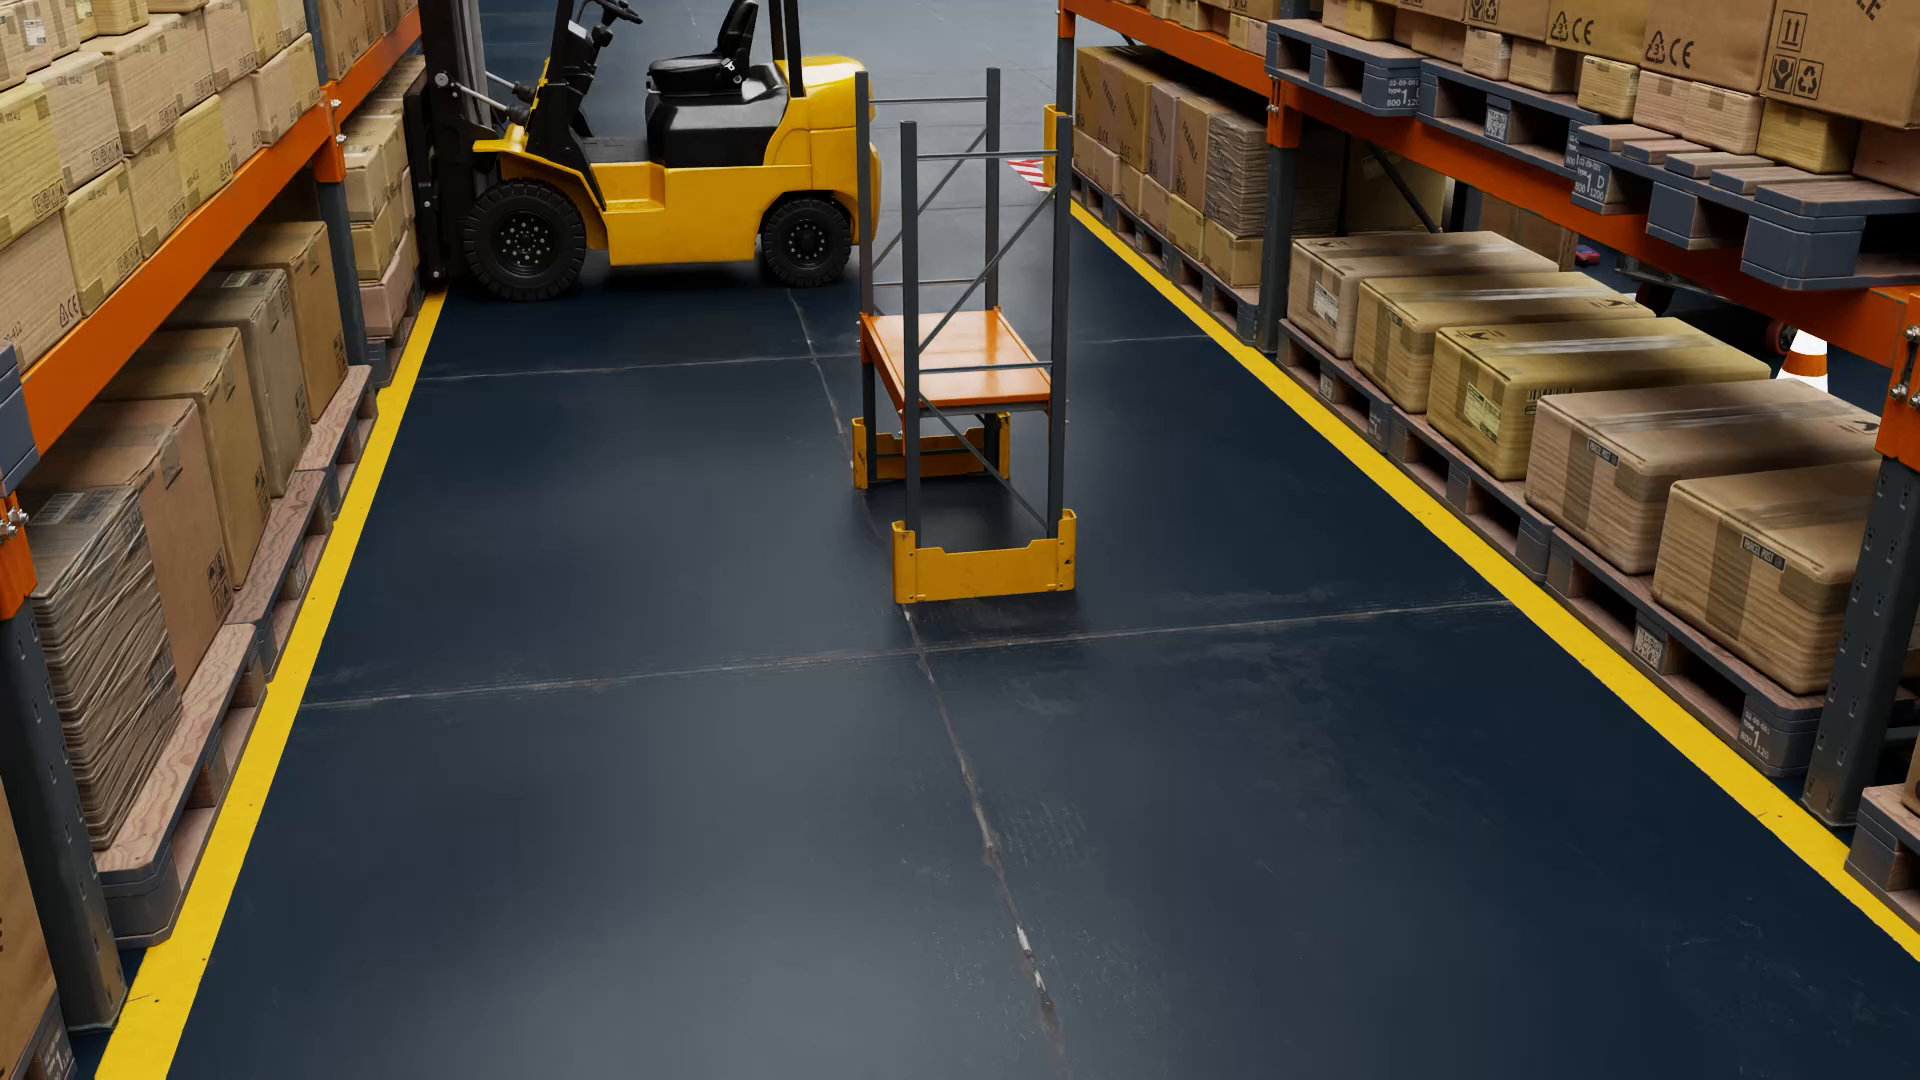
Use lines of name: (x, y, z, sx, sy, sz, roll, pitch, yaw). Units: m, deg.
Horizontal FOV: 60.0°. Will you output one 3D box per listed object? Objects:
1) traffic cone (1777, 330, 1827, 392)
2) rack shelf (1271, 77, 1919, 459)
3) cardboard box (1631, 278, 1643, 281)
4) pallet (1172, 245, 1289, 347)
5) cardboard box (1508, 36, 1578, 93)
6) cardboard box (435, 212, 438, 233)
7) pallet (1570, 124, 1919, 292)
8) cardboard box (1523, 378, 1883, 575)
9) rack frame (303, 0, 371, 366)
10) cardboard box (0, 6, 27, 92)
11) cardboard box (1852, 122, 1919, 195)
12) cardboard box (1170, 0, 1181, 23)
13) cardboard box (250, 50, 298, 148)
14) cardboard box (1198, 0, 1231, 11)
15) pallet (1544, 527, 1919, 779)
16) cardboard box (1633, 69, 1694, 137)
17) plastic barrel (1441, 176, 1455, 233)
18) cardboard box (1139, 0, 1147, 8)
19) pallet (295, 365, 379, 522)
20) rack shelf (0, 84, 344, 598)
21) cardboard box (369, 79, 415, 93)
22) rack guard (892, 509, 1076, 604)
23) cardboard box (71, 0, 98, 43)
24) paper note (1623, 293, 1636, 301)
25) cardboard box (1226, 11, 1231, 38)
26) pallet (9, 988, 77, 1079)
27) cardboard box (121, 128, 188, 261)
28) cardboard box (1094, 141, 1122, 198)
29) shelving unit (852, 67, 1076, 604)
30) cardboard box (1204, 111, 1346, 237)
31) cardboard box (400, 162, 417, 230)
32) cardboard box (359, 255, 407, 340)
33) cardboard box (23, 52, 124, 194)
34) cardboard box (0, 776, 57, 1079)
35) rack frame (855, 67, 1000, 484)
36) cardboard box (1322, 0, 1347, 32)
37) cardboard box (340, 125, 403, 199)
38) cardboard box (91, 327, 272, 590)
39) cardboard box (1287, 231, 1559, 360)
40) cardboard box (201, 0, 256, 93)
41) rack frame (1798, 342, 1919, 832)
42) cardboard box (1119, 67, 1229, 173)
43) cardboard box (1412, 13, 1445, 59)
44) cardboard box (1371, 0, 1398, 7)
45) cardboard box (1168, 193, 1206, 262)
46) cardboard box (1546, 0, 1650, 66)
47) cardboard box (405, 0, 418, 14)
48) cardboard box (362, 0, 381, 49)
traffic cone: (3.494, -0.744, 6.874, 0.336, 0.463, 0.334, -4, 24, -10)
rack shelf: (2.259, -1.174, 5.589, 1.077, 0.370, 4.000, -4, 24, -10)
cardboard box: (3.847, -1.517, 8.891, 0.396, 0.266, 0.258, 18, 29, 36)
pallet: (1.730, -1.274, 8.403, 1.003, 0.211, 1.213, -4, 24, -10)
cardboard box: (1.972, -1.509, 5.247, 0.380, 0.149, 0.250, -5, 24, -11)
cardboard box: (-3.046, -1.669, 8.735, 0.500, 0.250, 0.500, -4, 24, -8)
pallet: (2.392, -0.901, 4.306, 1.213, 0.211, 1.003, -4, 24, -10)
cardboard box: (2.389, -0.218, 5.259, 0.950, 0.372, 0.625, -5, 24, -11)
rack frame: (-2.989, -1.921, 6.401, 1.000, 3.000, 0.127, -4, 24, -10)
cardboard box: (-2.069, -0.943, 3.226, 0.380, 0.149, 0.250, -4, 24, -9)
cardboard box: (2.337, -0.906, 3.865, 0.380, 0.149, 0.250, -3, 24, -8)
cardboard box: (1.321, -2.781, 8.684, 0.380, 0.149, 0.250, -5, 24, -11)
cardboard box: (-2.540, -1.476, 5.570, 0.500, 0.250, 0.500, -4, 24, -10)
cardboard box: (1.460, -2.831, 7.987, 0.500, 0.500, 0.500, -4, 24, -8)
pallet: (2.485, 0.254, 4.906, 1.003, 0.211, 1.213, -4, 24, -10)
cardboard box: (2.087, -1.201, 4.542, 0.380, 0.149, 0.250, -5, 24, -12)
plastic barrel: (3.019, -1.983, 9.760, 0.512, 0.421, 0.421, 13, 27, 27)
cardboard box: (1.229, -3.089, 9.388, 0.380, 0.149, 0.250, -3, 24, -8)
pallet: (-2.814, -0.357, 6.303, 1.003, 0.211, 1.213, -4, 24, -10)
rack shelf: (-2.619, -0.805, 4.744, 1.077, 0.370, 4.000, -4, 24, -10)
cardboard box: (-3.133, -2.329, 8.997, 0.500, 0.250, 0.500, -4, 24, -9)
rack guard: (0.078, 0.051, 5.320, 0.587, 0.250, 0.087, -4, 24, -10)
cardboard box: (-2.278, -1.241, 3.908, 0.380, 0.149, 0.250, -4, 24, -9)
paper note: (3.468, -1.264, 8.607, 0.148, 0.019, 0.142, -4, 24, -10)
cardboard box: (1.505, -2.485, 8.006, 0.380, 0.149, 0.250, -4, 24, -9)
pallet: (-2.148, 1.226, 2.678, 1.003, 0.211, 1.213, -4, 24, -10)
cardboard box: (-2.281, -0.872, 4.187, 0.500, 0.250, 0.500, -5, 24, -11)
cardboard box: (1.114, -2.257, 10.080, 0.500, 0.250, 0.500, -3, 24, -8)
shelving unit: (-0.014, -0.717, 5.518, 0.587, 1.500, 1.083, -4, 24, -10)
cardboard box: (1.516, -1.779, 8.050, 0.500, 0.500, 0.500, -5, 24, -10)
cardboard box: (-2.951, -1.692, 8.164, 0.500, 0.250, 0.500, -5, 24, -10)
cardboard box: (-2.753, -1.069, 7.360, 0.500, 0.250, 0.500, -4, 24, -9)
cardboard box: (-2.182, -0.898, 3.621, 0.500, 0.250, 0.500, -4, 24, -8)
cardboard box: (-1.959, 0.755, 2.871, 0.500, 0.500, 0.500, -4, 24, -8)
rack frame: (-0.110, -0.921, 5.984, 0.500, 1.500, 0.032, -4, 24, -10)
cardboard box: (1.681, -2.127, 6.661, 0.380, 0.149, 0.250, -4, 24, -9)
cardboard box: (-2.854, -1.727, 7.619, 0.500, 0.250, 0.500, -4, 24, -10)
cardboard box: (-2.604, -0.220, 4.948, 0.875, 0.625, 0.625, -5, 24, -12)
cardboard box: (1.988, -1.072, 7.216, 0.950, 0.372, 0.625, -4, 24, -9)
cardboard box: (-2.455, -1.504, 5.009, 0.500, 0.250, 0.500, -4, 24, -9)
rack frame: (2.629, -0.717, 3.644, 1.000, 3.000, 0.127, -4, 24, -10)
cardboard box: (1.217, -2.389, 9.447, 0.500, 0.500, 0.500, -4, 24, -9)
cardboard box: (1.852, -1.818, 5.953, 0.380, 0.149, 0.250, -4, 24, -9)
cardboard box: (1.787, -2.262, 6.161, 0.500, 0.500, 0.500, -4, 24, -10)
cardboard box: (1.407, -1.644, 8.677, 0.500, 0.250, 0.500, -5, 24, -11)
cardboard box: (2.070, -1.651, 4.760, 0.500, 0.500, 0.500, -6, 24, -13)
cardboard box: (-3.292, -3.162, 9.116, 0.500, 0.500, 0.500, -4, 24, -8)
cardboard box: (-3.021, -2.564, 7.747, 0.500, 0.500, 0.500, -5, 24, -10)
